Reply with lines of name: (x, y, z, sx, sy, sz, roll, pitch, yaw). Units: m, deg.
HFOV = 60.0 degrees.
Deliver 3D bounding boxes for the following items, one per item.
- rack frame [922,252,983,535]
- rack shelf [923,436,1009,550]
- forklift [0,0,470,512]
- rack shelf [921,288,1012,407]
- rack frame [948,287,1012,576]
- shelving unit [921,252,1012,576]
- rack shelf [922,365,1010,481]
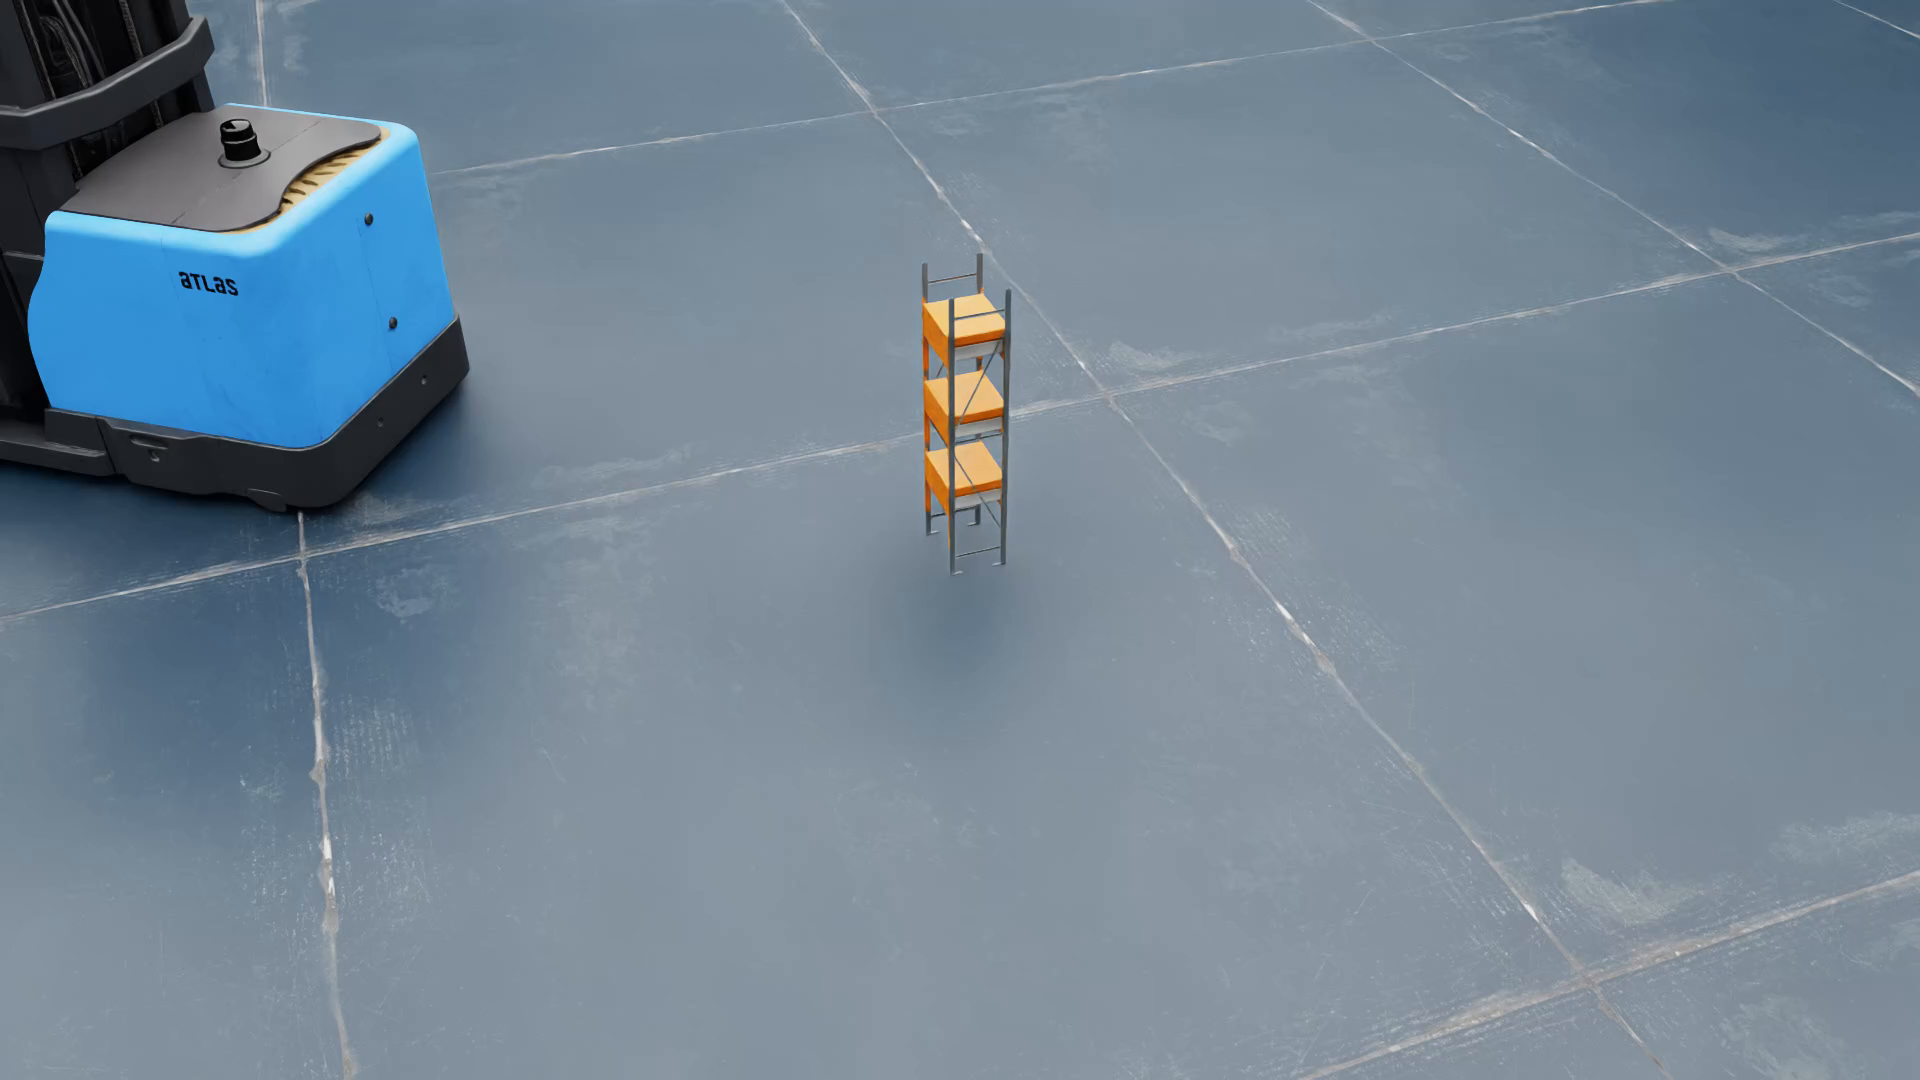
rack frame: (-0.024, -0.458, 5.485, 0.200, 1.050, 0.008, -12, 39, -16)
rack shelf: (0.018, -0.159, 5.568, 0.215, 0.259, 0.240, -12, 39, -16)
forklift: (-3.496, -1.760, 5.650, 3.031, 2.935, 1.130, 10, 38, 12)
rack shelf: (0.018, -0.607, 5.230, 0.215, 0.259, 0.240, -12, 39, -16)
rack frame: (0.060, -0.320, 5.303, 0.200, 1.050, 0.008, -12, 39, -16)
shelving unit: (0.018, -0.389, 5.394, 0.215, 1.050, 0.252, -12, 39, -16)
rack shelf: (0.018, -0.381, 5.400, 0.215, 0.259, 0.240, -12, 39, -16)
